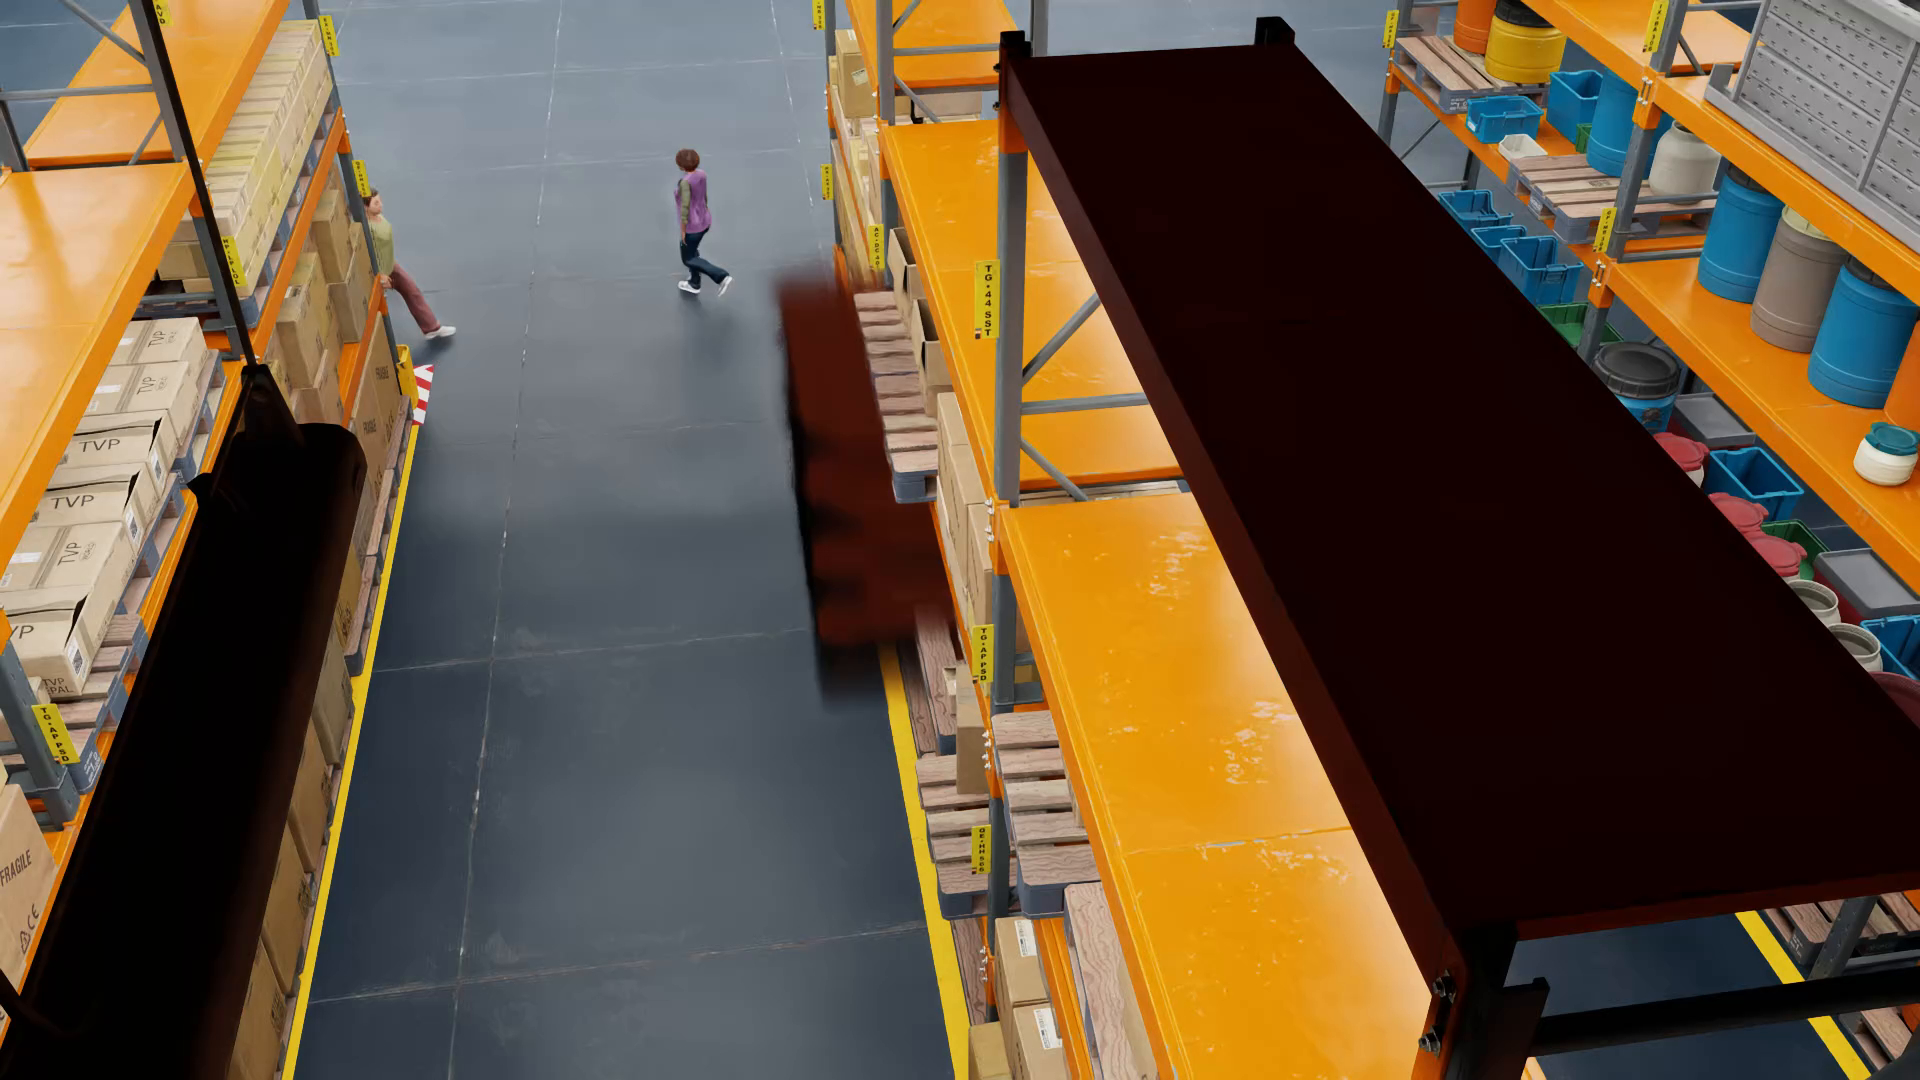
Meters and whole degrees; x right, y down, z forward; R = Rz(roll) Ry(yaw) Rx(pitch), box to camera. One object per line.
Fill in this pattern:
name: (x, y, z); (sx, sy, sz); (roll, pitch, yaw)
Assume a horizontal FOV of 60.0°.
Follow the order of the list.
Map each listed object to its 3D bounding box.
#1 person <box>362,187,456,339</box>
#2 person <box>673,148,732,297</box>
person: (-5.401, -2.550, 15.544); (1.046, 1.618, 0.469); (-1, 36, -2)
person: (-2.582, -3.077, 16.291); (0.704, 1.581, 0.471); (13, 38, 17)
